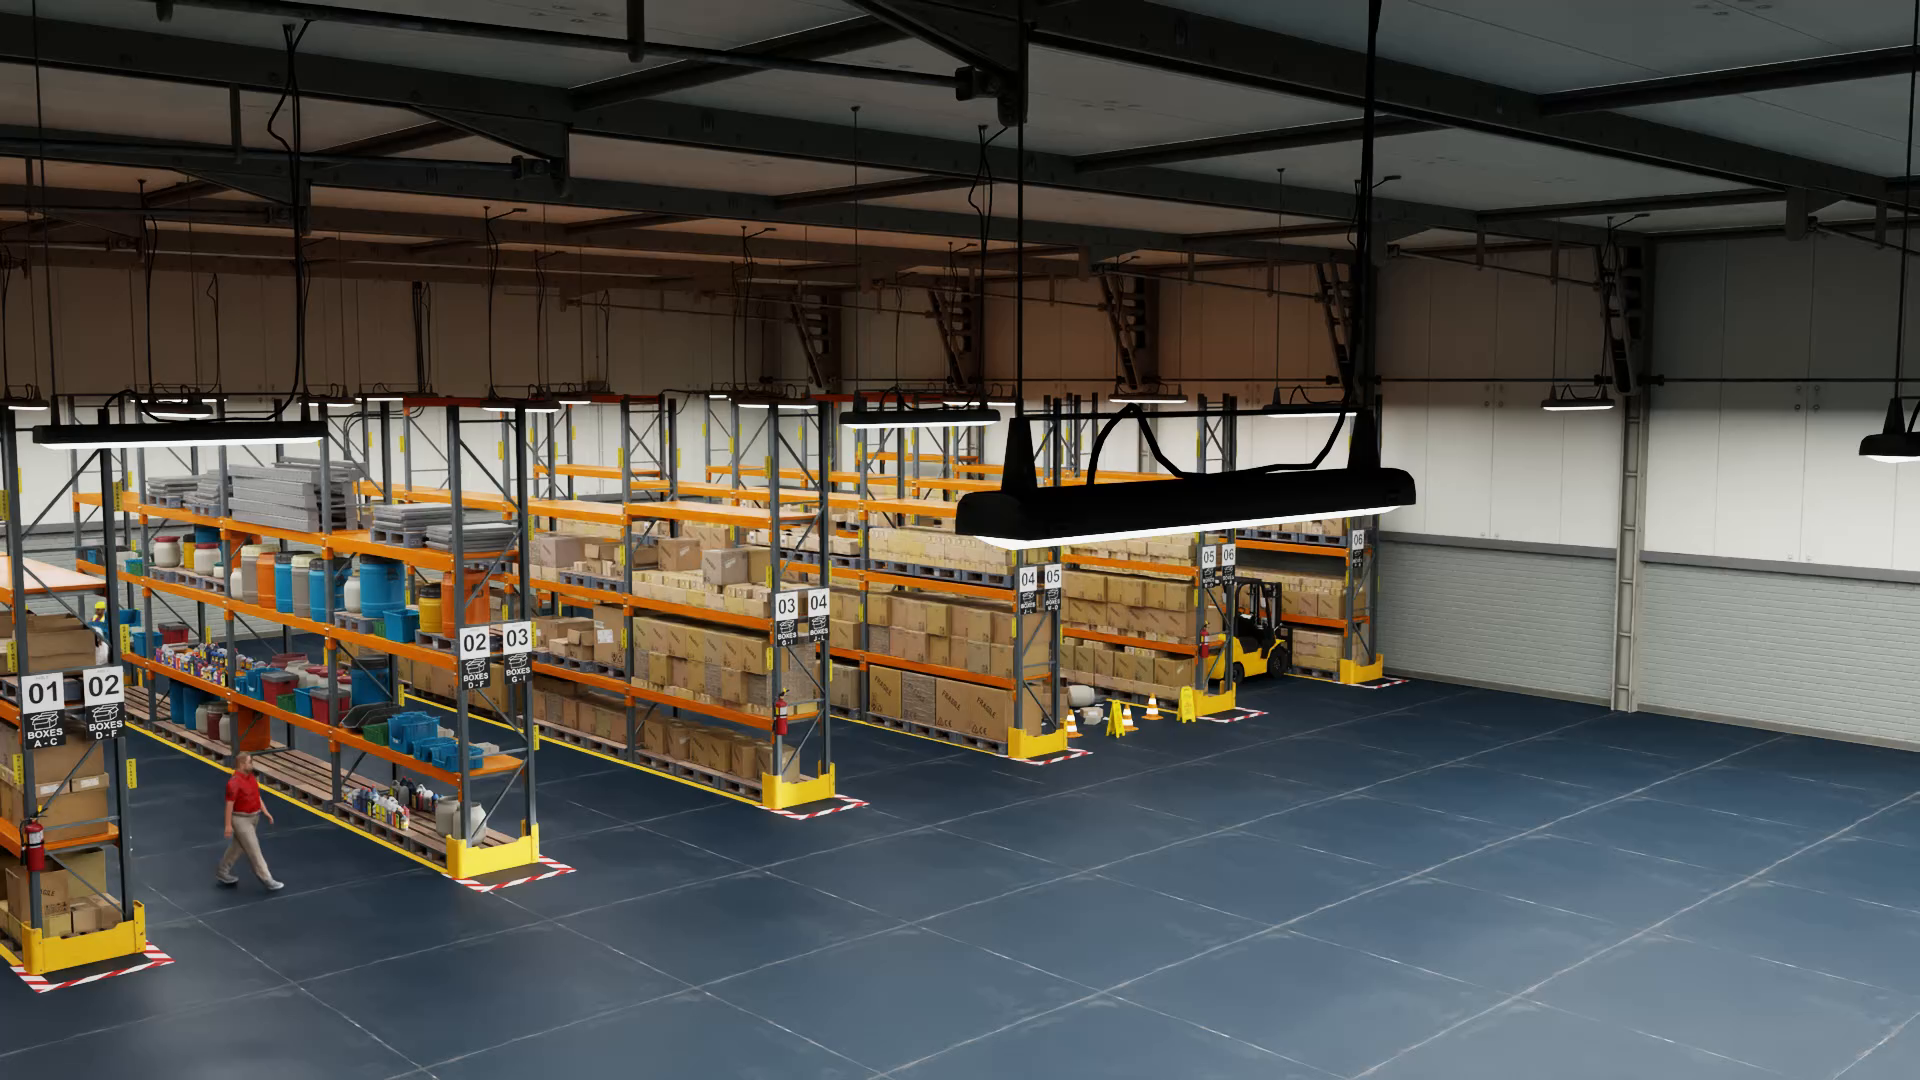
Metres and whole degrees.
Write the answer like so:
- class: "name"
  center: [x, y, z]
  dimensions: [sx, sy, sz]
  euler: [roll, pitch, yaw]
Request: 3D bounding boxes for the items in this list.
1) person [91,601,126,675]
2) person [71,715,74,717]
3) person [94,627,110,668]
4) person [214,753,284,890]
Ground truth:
- class: "person"
  center: [-17.840, 2.134, 34.615]
  dimensions: [0.602, 1.738, 1.024]
  euler: [3, 6, 24]
- class: "person"
  center: [-14.715, 2.860, 27.185]
  dimensions: [0.521, 1.658, 0.494]
  euler: [-3, 6, -27]
- class: "person"
  center: [-16.075, 2.478, 31.003]
  dimensions: [0.546, 1.708, 1.123]
  euler: [-3, 6, -29]
- class: "person"
  center: [-8.834, 3.472, 20.706]
  dimensions: [1.059, 1.661, 0.625]
  euler: [1, 6, 11]
